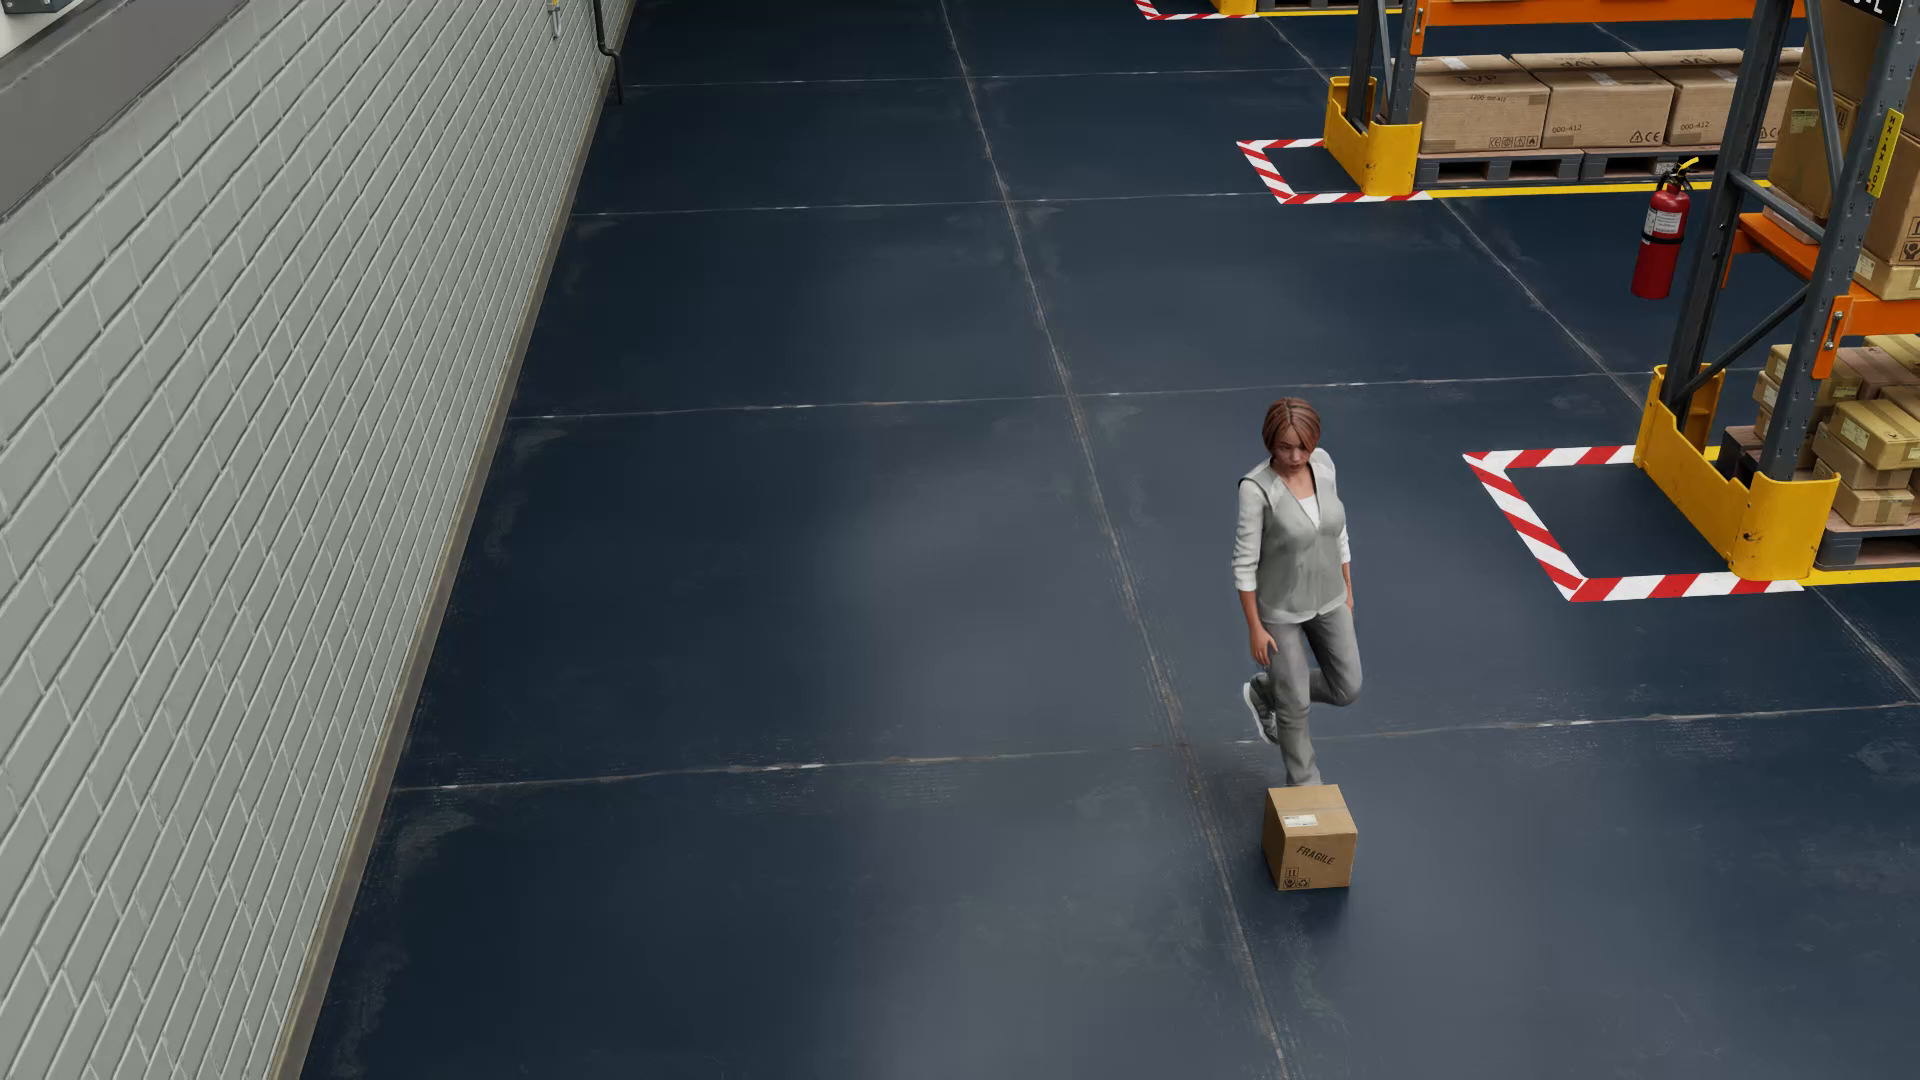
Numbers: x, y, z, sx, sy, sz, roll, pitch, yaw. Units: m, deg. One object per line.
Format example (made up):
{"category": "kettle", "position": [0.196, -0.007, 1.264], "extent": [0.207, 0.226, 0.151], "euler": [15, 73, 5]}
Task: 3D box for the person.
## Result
{"category": "person", "position": [1.186, 0.268, 5.696], "extent": [0.485, 1.578, 0.642], "euler": [-14, 34, -21]}
